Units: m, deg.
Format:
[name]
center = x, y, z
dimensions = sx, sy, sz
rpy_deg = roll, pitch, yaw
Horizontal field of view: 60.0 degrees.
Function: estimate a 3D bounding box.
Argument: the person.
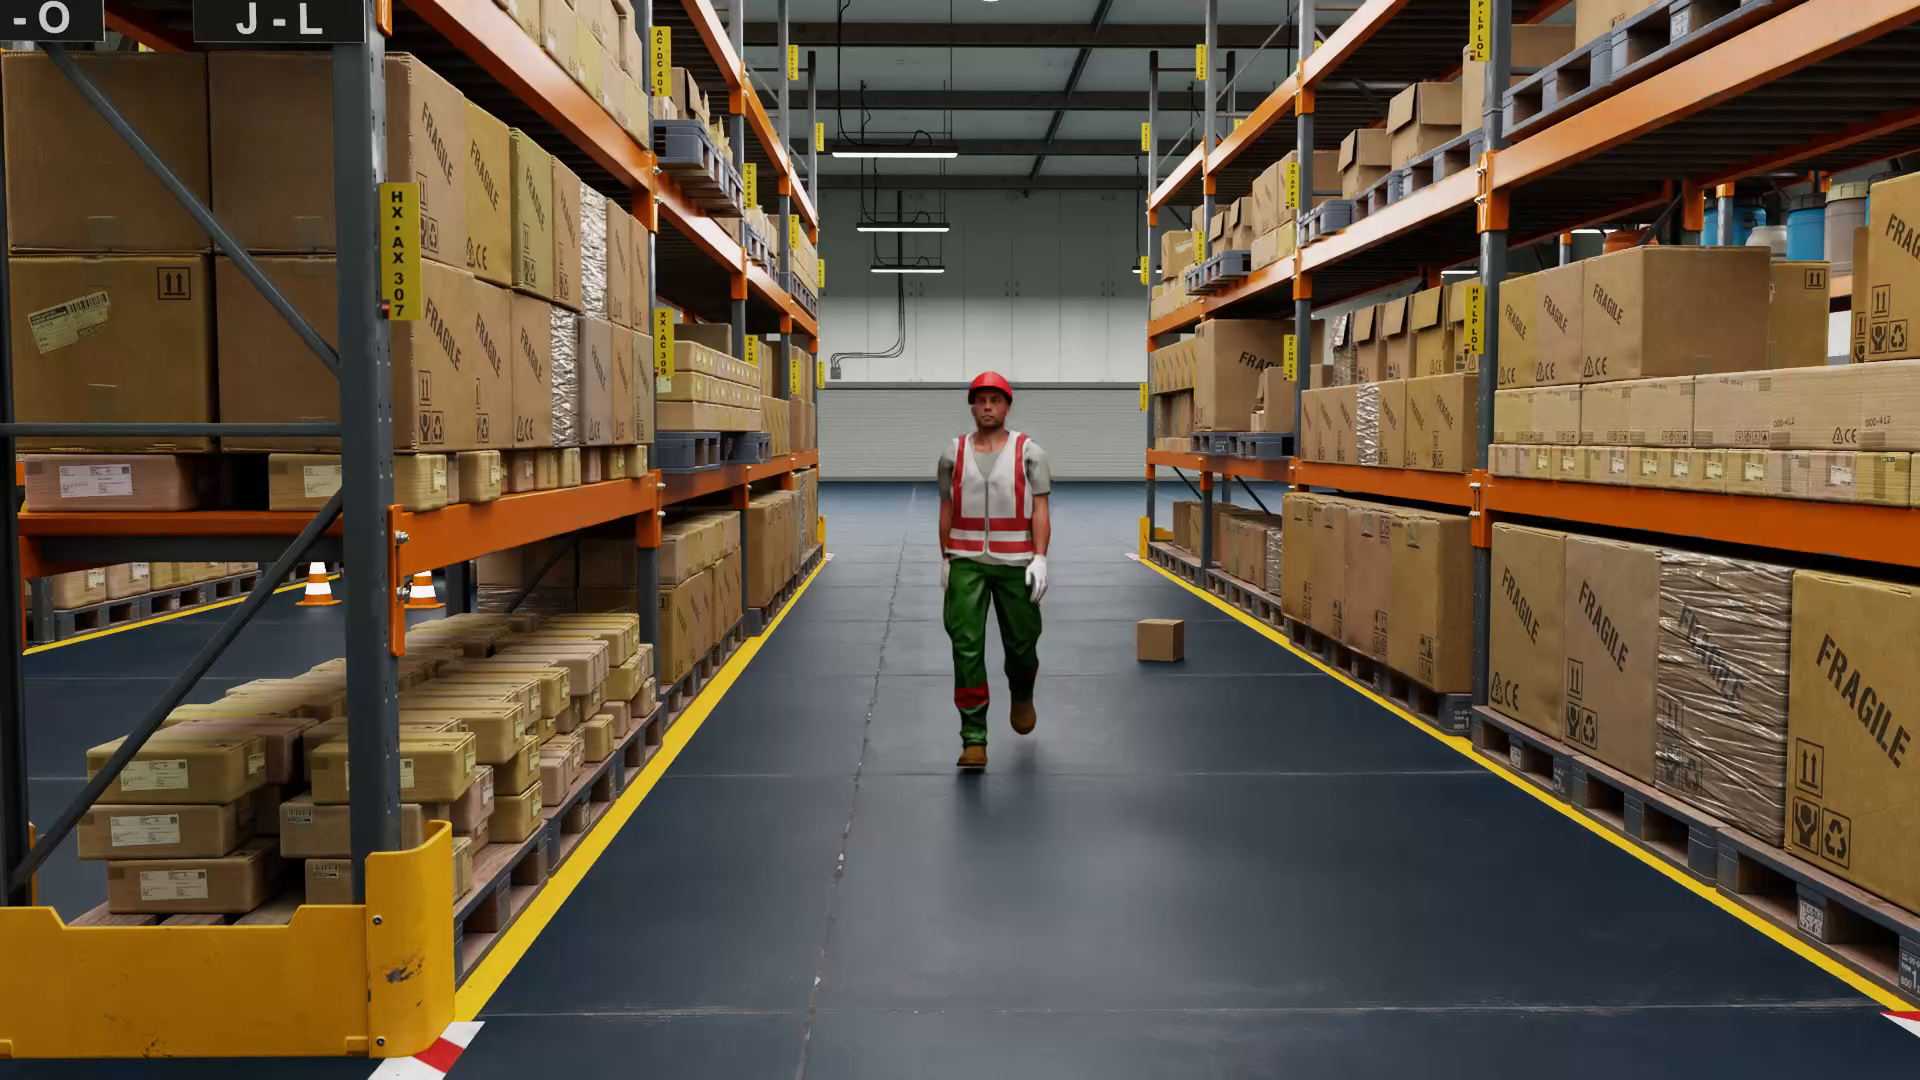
[person]
center = 0.153, 0.113, 7.601
dimensions = 0.531, 1.768, 0.842
rpy_deg = 0, 4, 7
